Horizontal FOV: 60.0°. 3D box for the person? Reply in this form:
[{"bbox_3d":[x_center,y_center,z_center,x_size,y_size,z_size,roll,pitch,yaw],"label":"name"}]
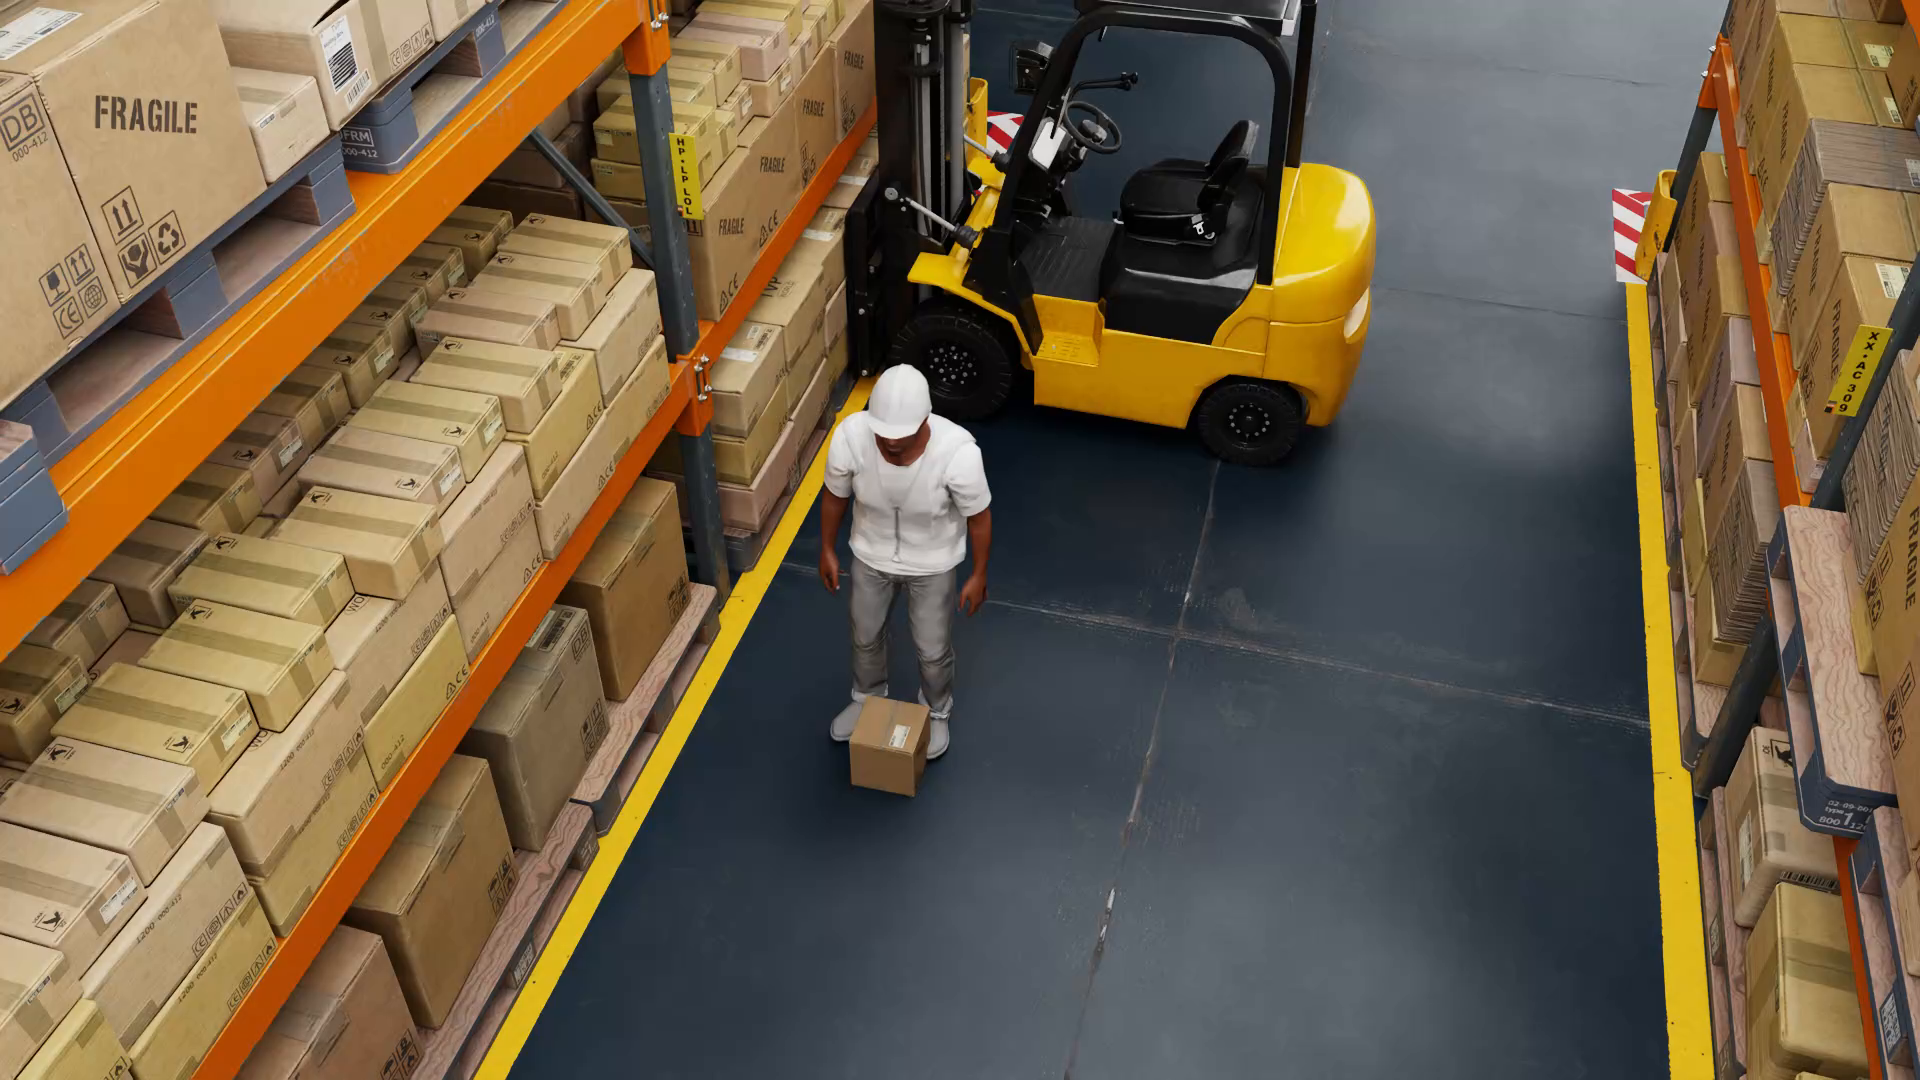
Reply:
[{"bbox_3d":[-0.217,0.074,6.058,0.630,1.760,0.456,9,42,10],"label":"person"}]
